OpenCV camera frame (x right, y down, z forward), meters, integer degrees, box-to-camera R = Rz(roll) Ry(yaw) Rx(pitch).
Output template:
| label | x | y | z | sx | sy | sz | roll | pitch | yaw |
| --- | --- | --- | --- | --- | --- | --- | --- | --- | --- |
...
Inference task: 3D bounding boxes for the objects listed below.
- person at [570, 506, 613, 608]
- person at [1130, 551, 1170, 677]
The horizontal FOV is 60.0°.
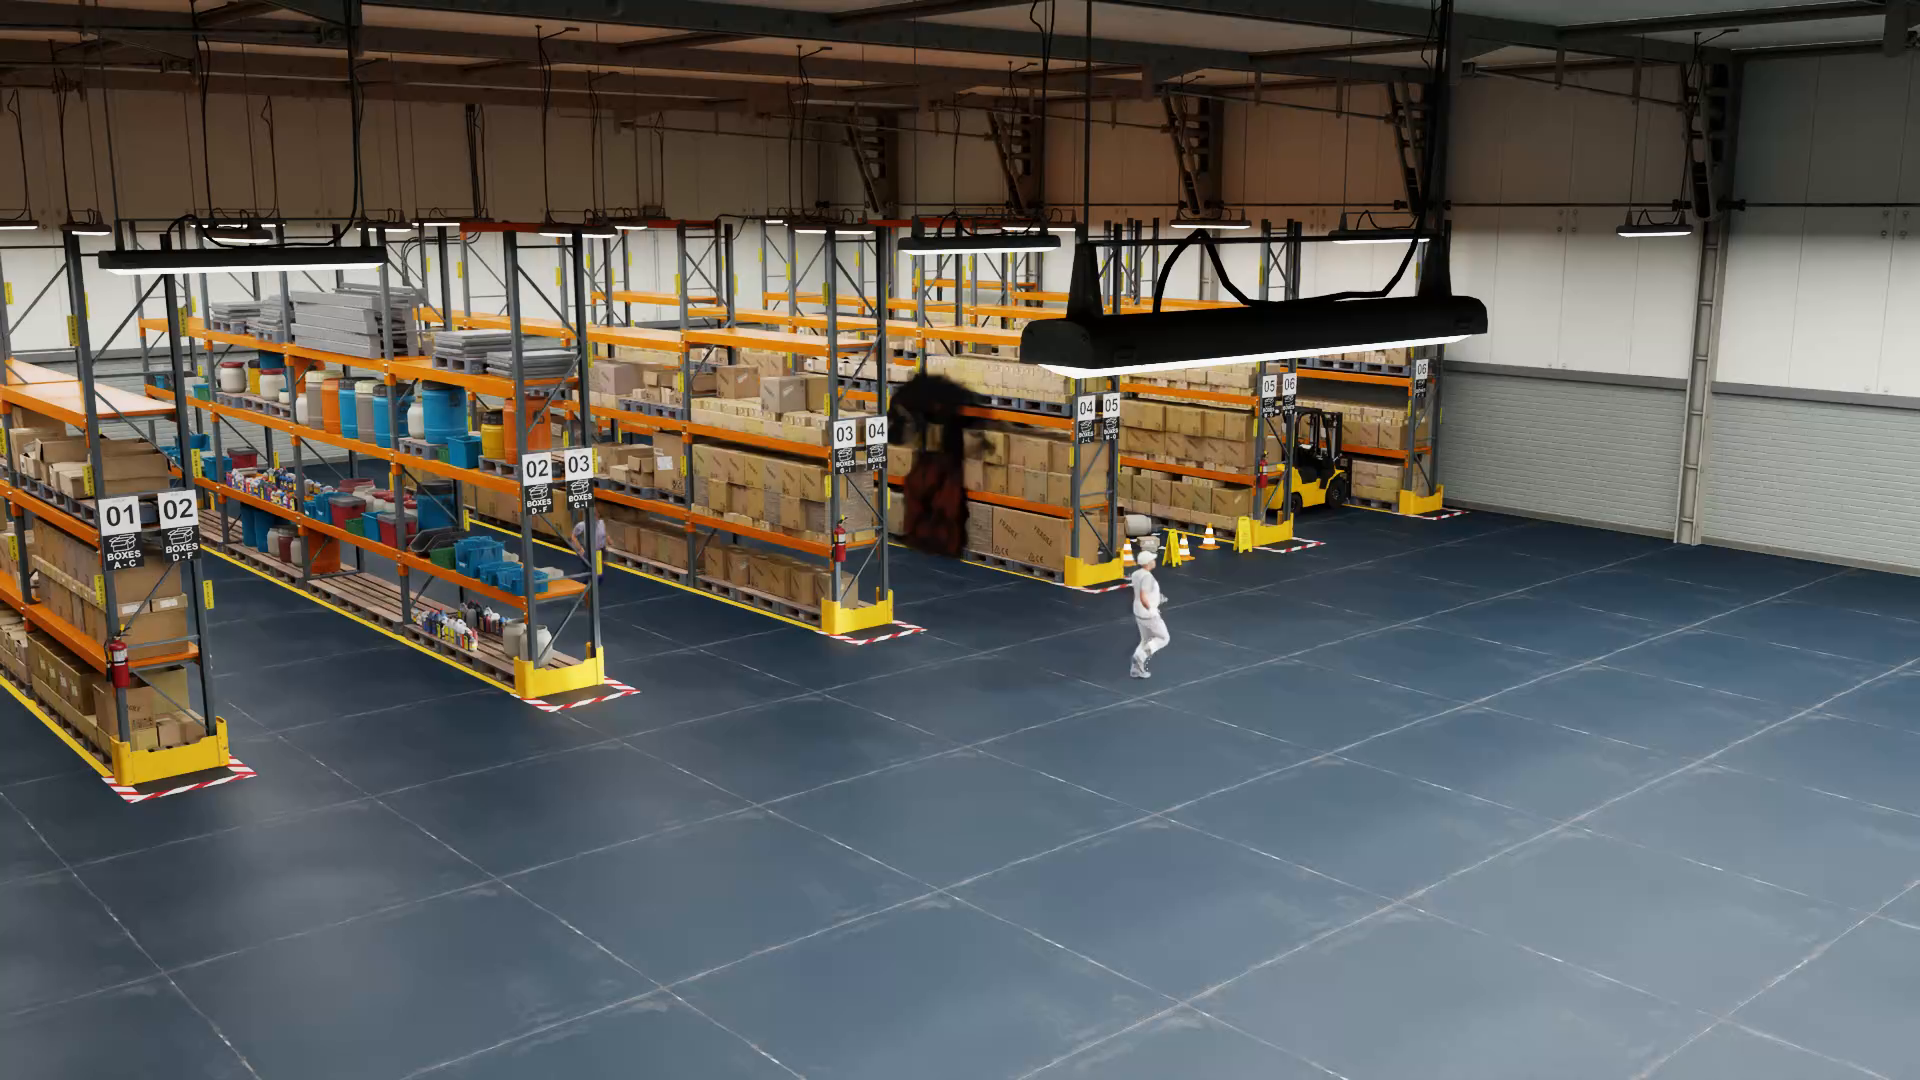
| label | x | y | z | sx | sy | sz | roll | pitch | yaw |
| --- | --- | --- | --- | --- | --- | --- | --- | --- | --- |
| person | -5.804 | 0.264 | 26.484 | 0.637 | 1.638 | 0.581 | 8 | 14 | 36 |
| person | 2.572 | 1.002 | 22.493 | 0.575 | 1.748 | 0.655 | -4 | 12 | -17 |
